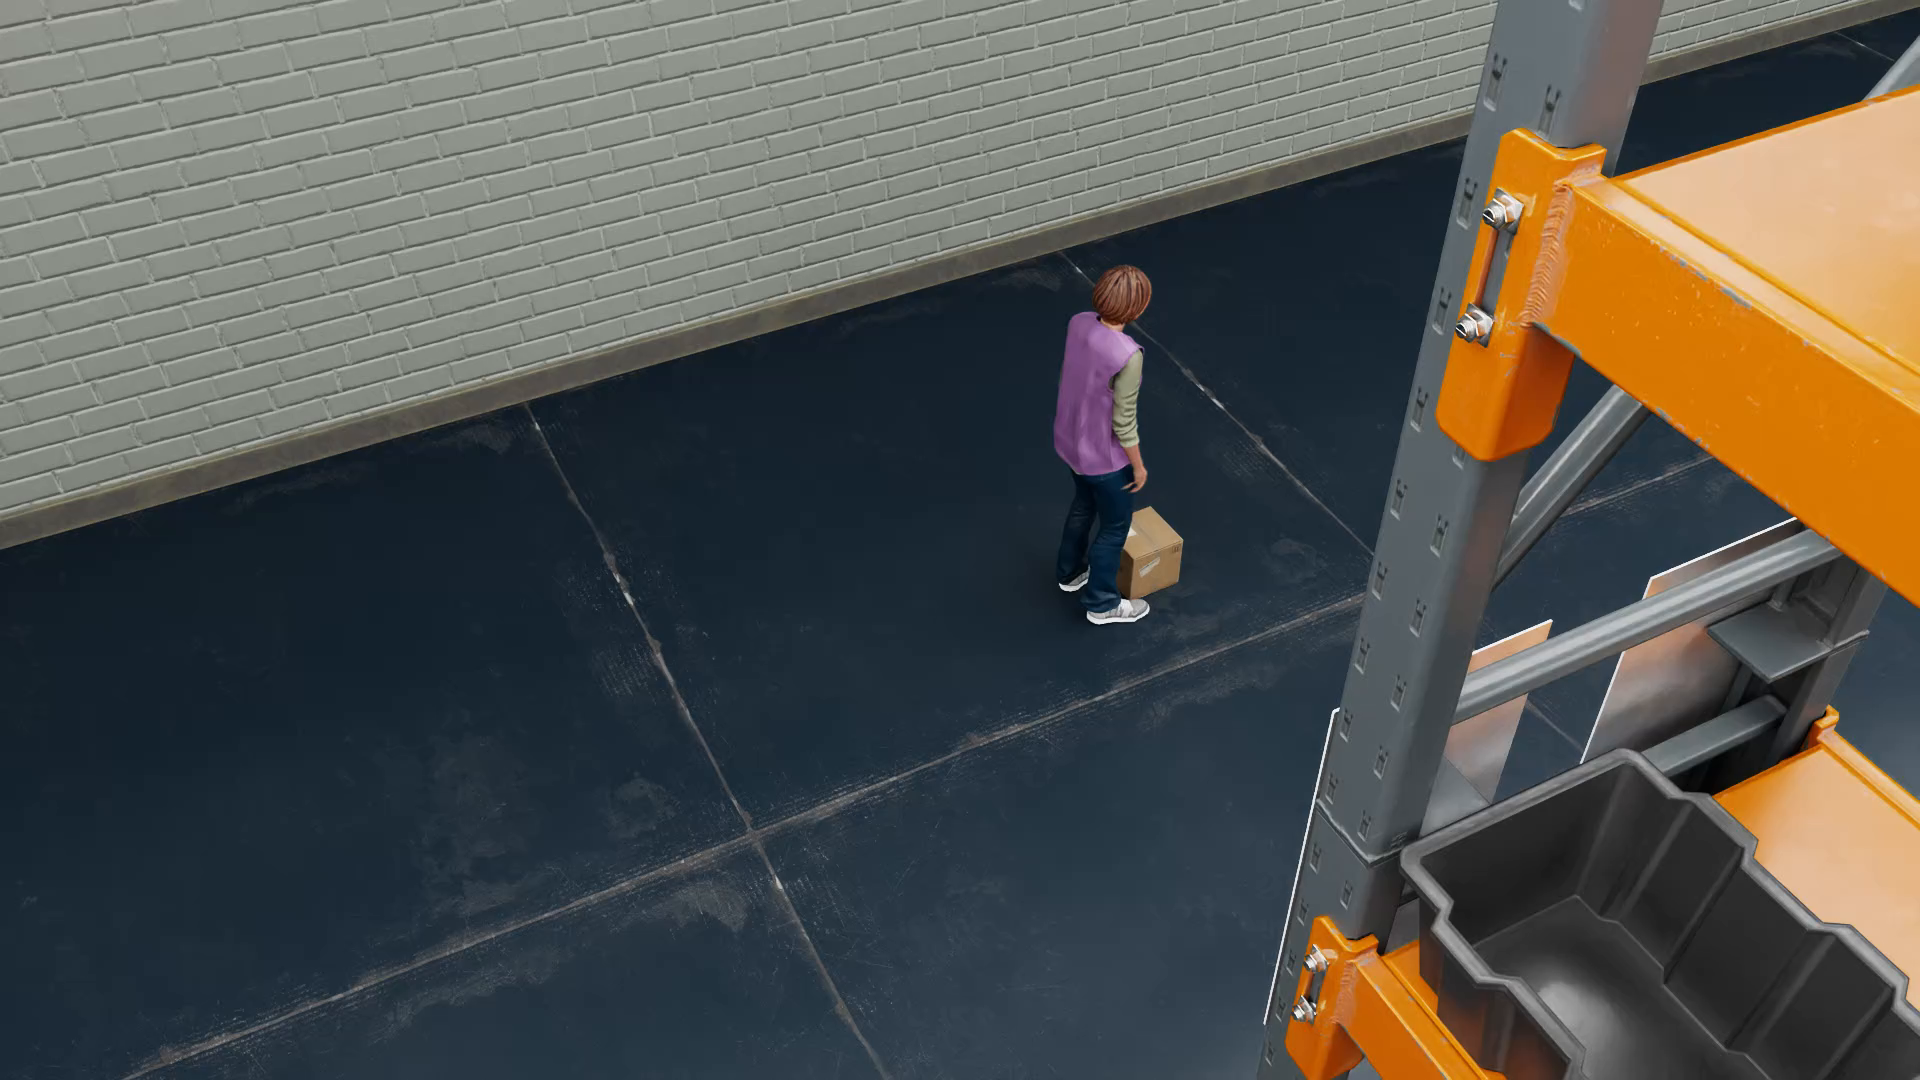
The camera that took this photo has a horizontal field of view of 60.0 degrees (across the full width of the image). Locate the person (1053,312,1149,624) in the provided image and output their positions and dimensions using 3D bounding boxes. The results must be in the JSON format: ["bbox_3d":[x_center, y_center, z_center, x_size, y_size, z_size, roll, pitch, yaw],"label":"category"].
[{"bbox_3d":[0.555,-0.288,6.640,0.337,1.392,0.483,-21,46,-22],"label":"person"}]
